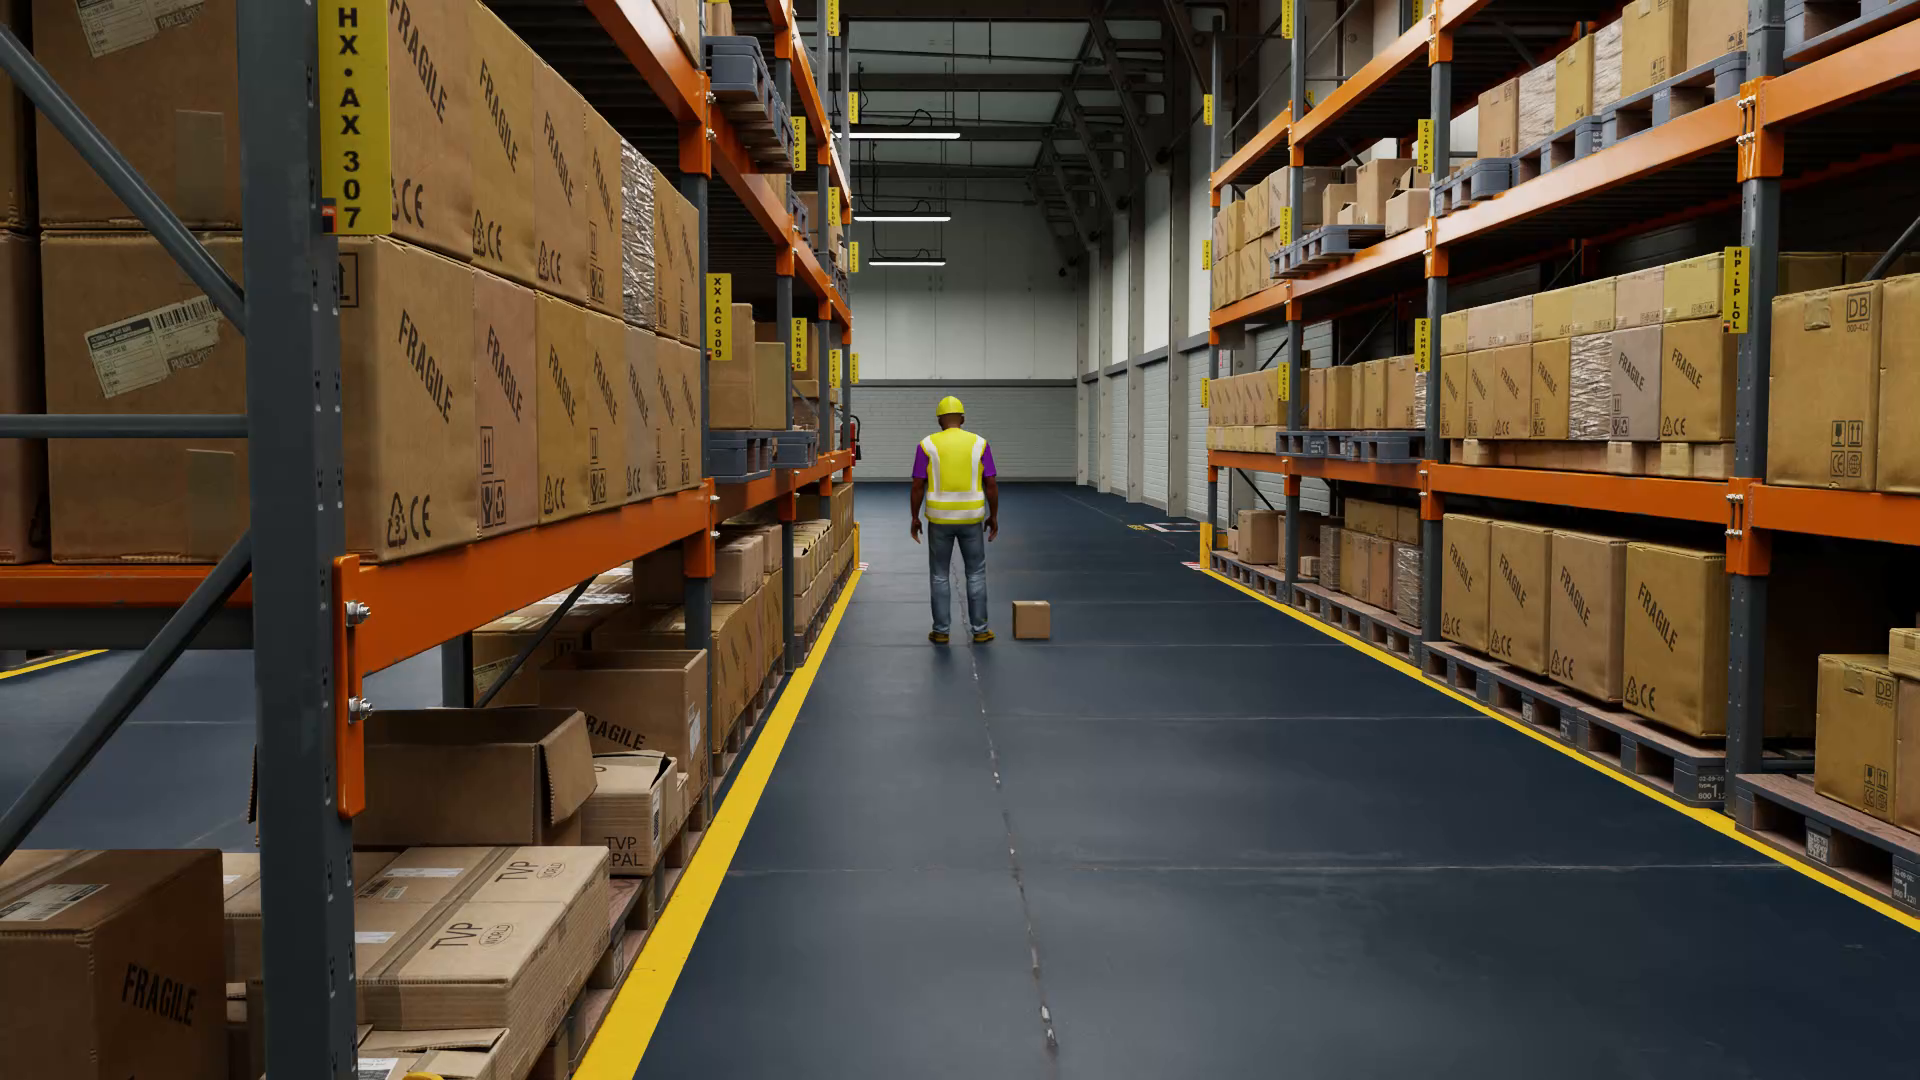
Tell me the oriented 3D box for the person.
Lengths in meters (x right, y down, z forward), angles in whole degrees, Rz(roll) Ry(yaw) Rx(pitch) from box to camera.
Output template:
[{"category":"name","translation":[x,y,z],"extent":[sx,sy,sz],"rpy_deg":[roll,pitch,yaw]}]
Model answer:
[{"category":"person","translation":[-0.040,-0.151,11.932],"extent":[0.635,1.760,0.455],"rpy_deg":[0,4,-5]}]
